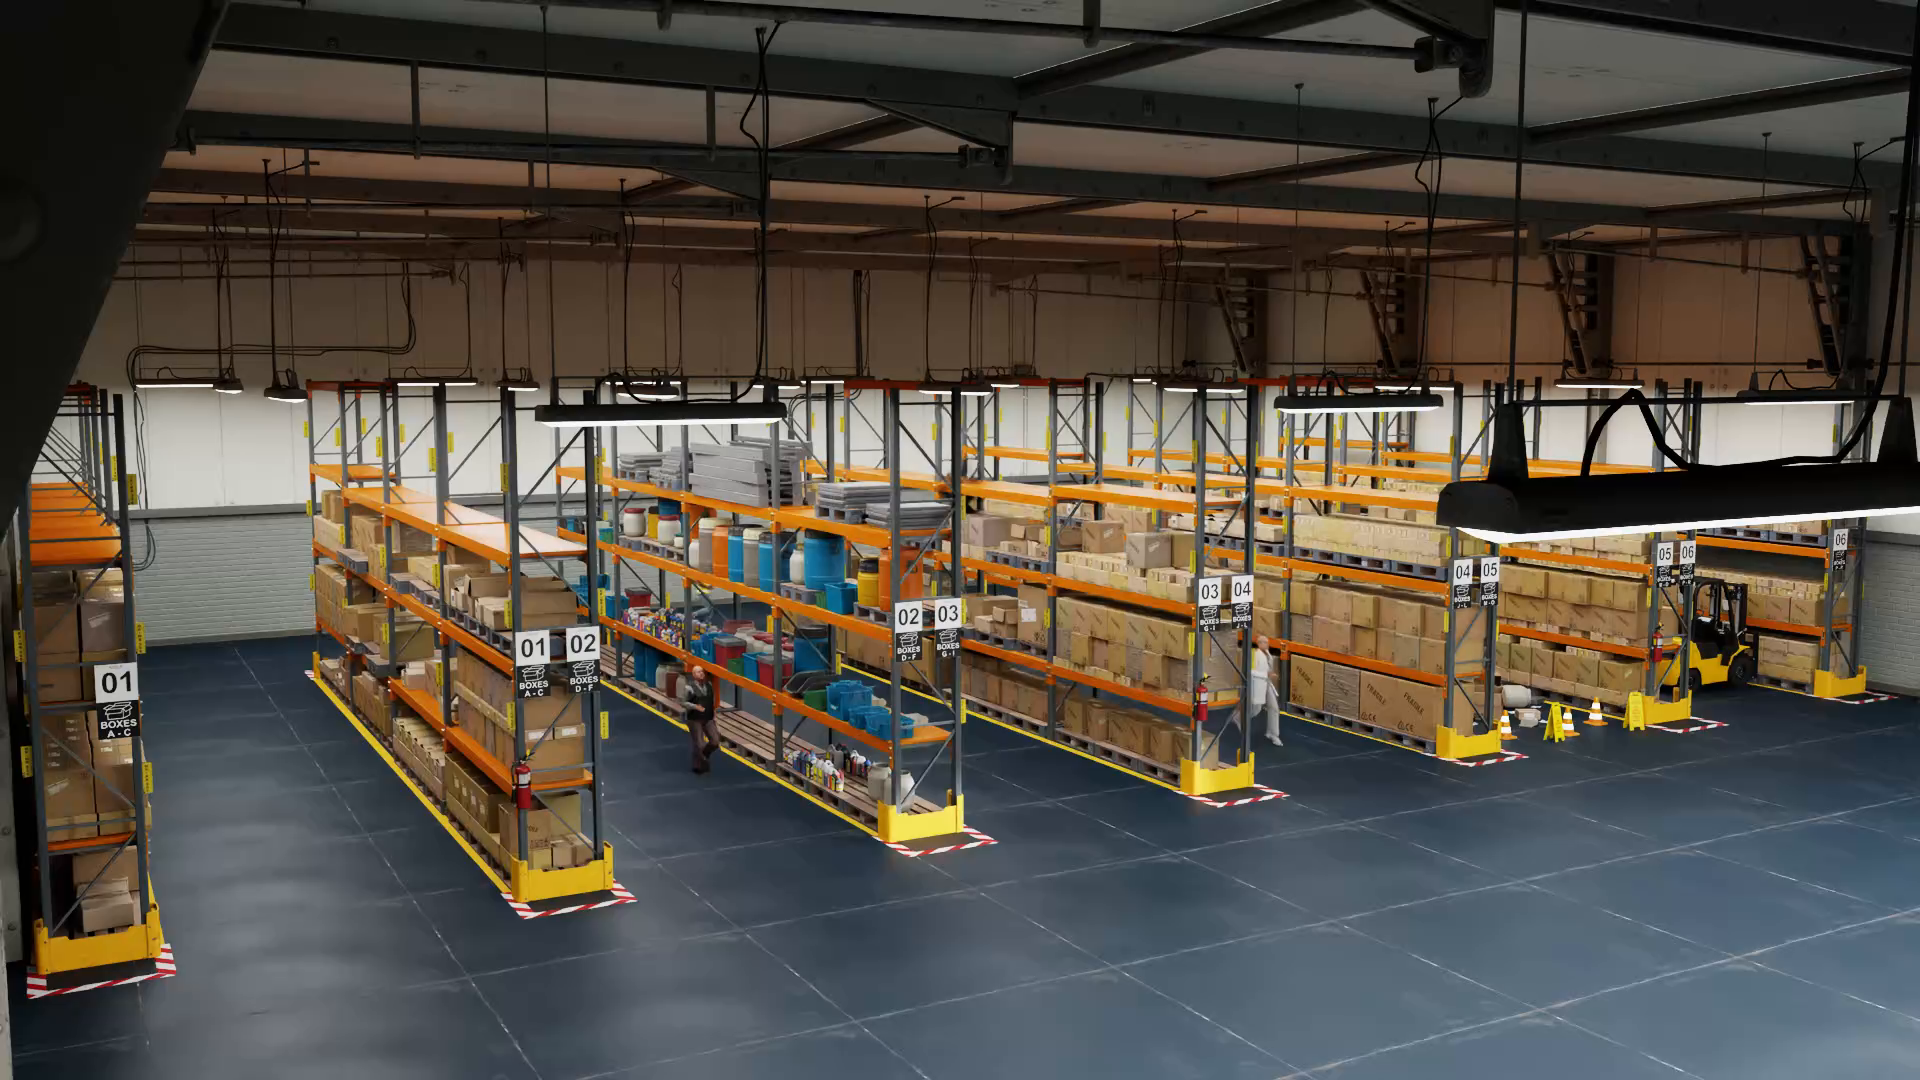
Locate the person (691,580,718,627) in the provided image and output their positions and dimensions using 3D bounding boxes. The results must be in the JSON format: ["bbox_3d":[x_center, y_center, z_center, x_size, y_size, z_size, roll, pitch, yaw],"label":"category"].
[{"bbox_3d":[-6.145,1.264,39.620,0.713,1.723,0.707,-2,6,-15],"label":"person"}]

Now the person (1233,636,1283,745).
[{"bbox_3d":[5.008,2.504,27.899,1.009,1.836,0.742,6,8,43],"label":"person"}]

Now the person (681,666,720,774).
[{"bbox_3d":[-3.937,2.772,25.518,0.647,1.684,0.602,-5,8,-37],"label":"person"}]
